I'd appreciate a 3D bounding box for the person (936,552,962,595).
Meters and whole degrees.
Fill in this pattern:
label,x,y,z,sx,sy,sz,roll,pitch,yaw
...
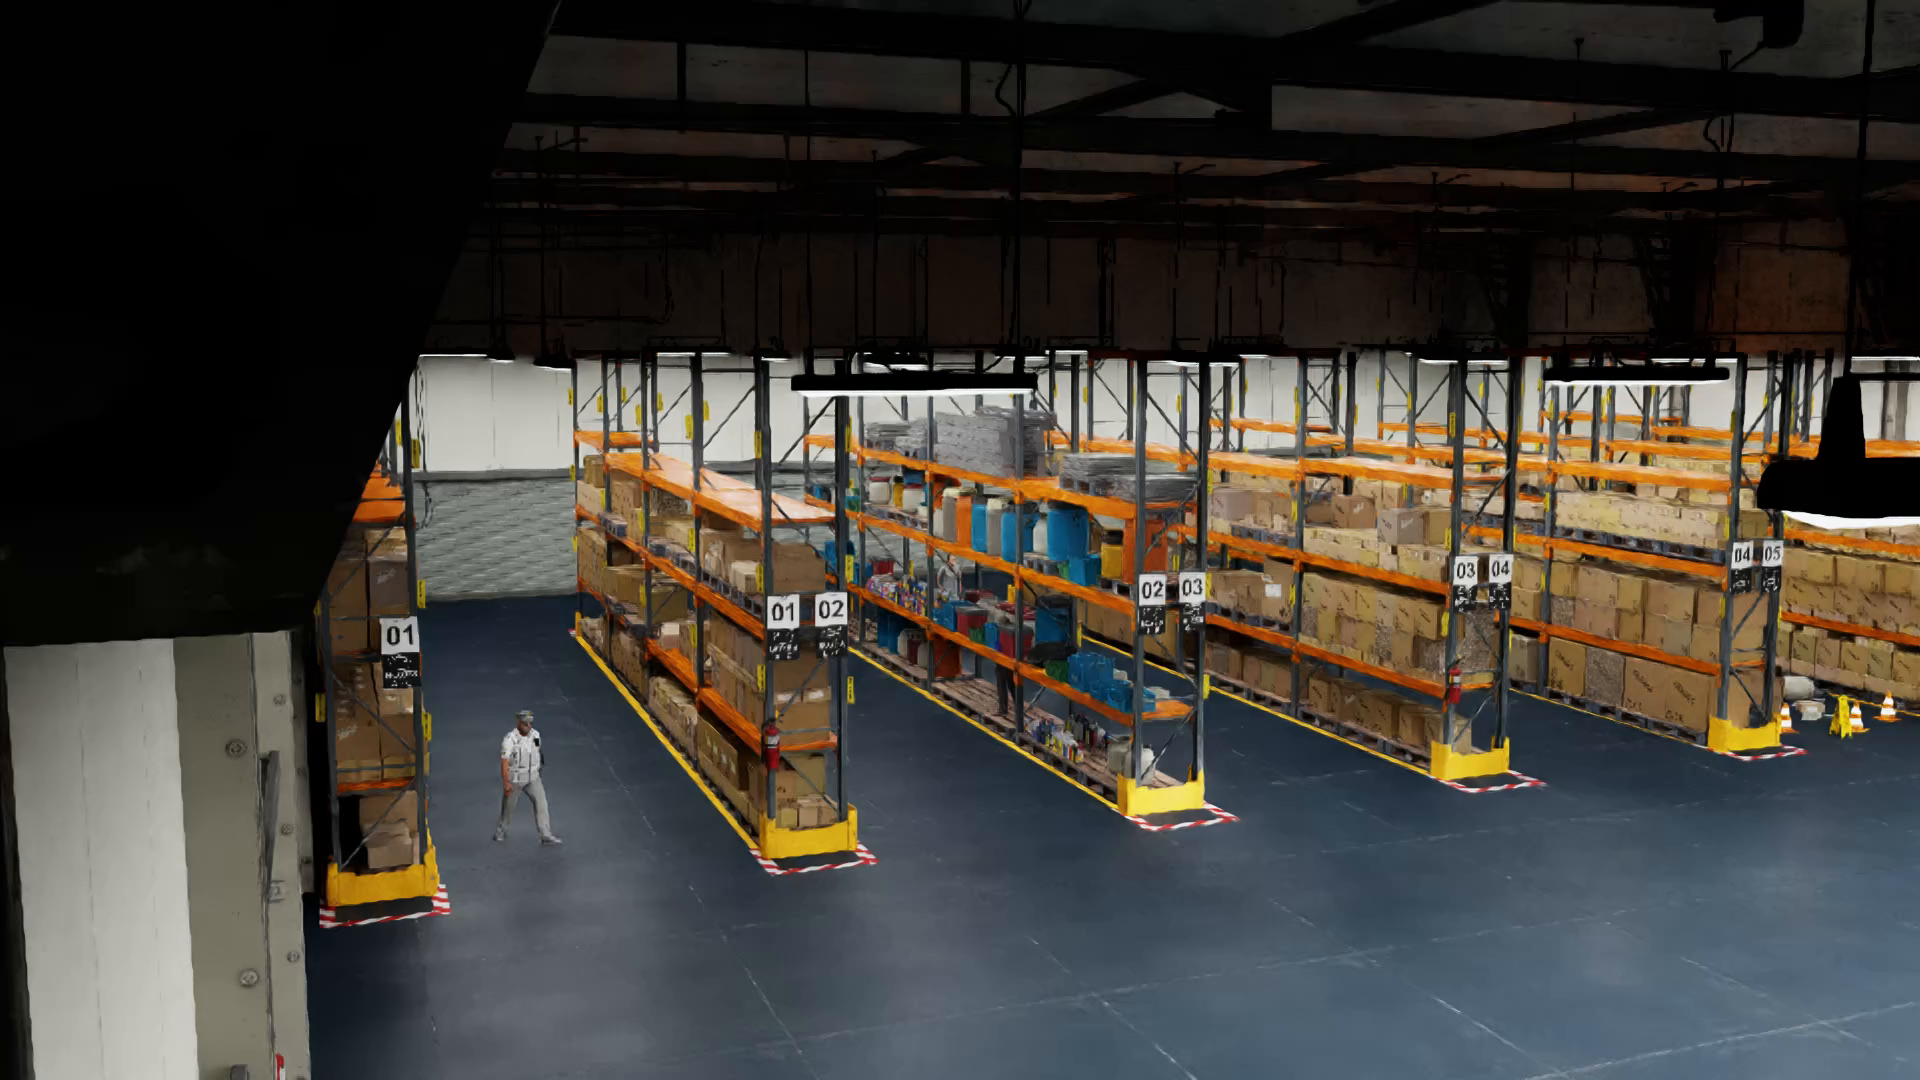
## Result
label,x,y,z,sx,sy,sz,roll,pitch,yaw
person,-0.238,1.060,36.036,0.580,1.617,0.503,-3,8,-22

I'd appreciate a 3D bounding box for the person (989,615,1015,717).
label,x,y,z,sx,sy,sz,roll,pitch,yaw
person,0.754,2.014,26.485,0.476,1.644,0.535,-4,8,-28

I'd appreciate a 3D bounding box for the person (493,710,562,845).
label,x,y,z,sx,sy,sz,roll,pitch,yaw
person,-5.413,2.931,20.612,0.586,1.711,0.972,-7,10,-43
